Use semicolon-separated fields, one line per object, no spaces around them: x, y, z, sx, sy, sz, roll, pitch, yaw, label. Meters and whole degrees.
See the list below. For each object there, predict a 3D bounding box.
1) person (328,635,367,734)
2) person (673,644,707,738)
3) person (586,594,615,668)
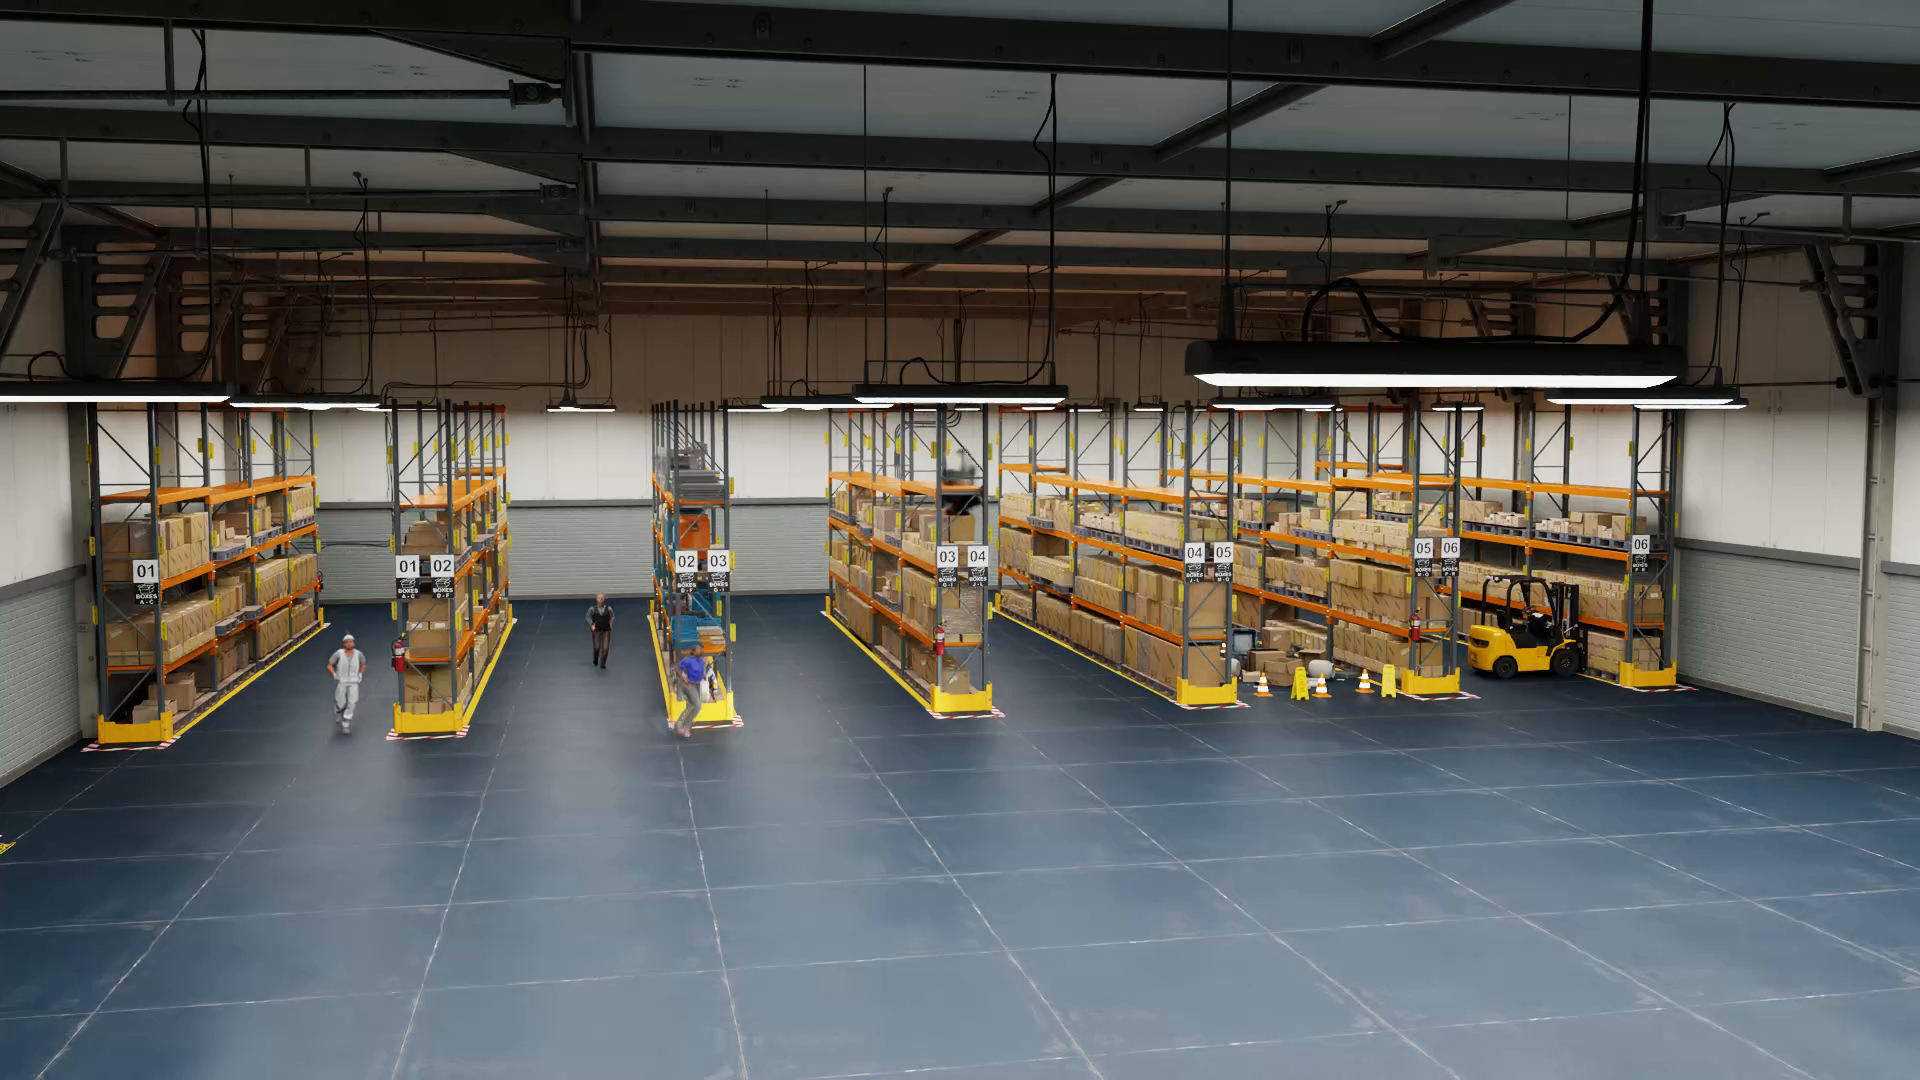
-11.106;2.585;30.171;0.680;1.755;0.708;-2;5;-28;person
-4.778;2.680;29.672;0.627;1.647;0.579;2;5;23;person
-8.080;2.059;37.476;0.655;1.674;0.598;-2;5;-19;person
